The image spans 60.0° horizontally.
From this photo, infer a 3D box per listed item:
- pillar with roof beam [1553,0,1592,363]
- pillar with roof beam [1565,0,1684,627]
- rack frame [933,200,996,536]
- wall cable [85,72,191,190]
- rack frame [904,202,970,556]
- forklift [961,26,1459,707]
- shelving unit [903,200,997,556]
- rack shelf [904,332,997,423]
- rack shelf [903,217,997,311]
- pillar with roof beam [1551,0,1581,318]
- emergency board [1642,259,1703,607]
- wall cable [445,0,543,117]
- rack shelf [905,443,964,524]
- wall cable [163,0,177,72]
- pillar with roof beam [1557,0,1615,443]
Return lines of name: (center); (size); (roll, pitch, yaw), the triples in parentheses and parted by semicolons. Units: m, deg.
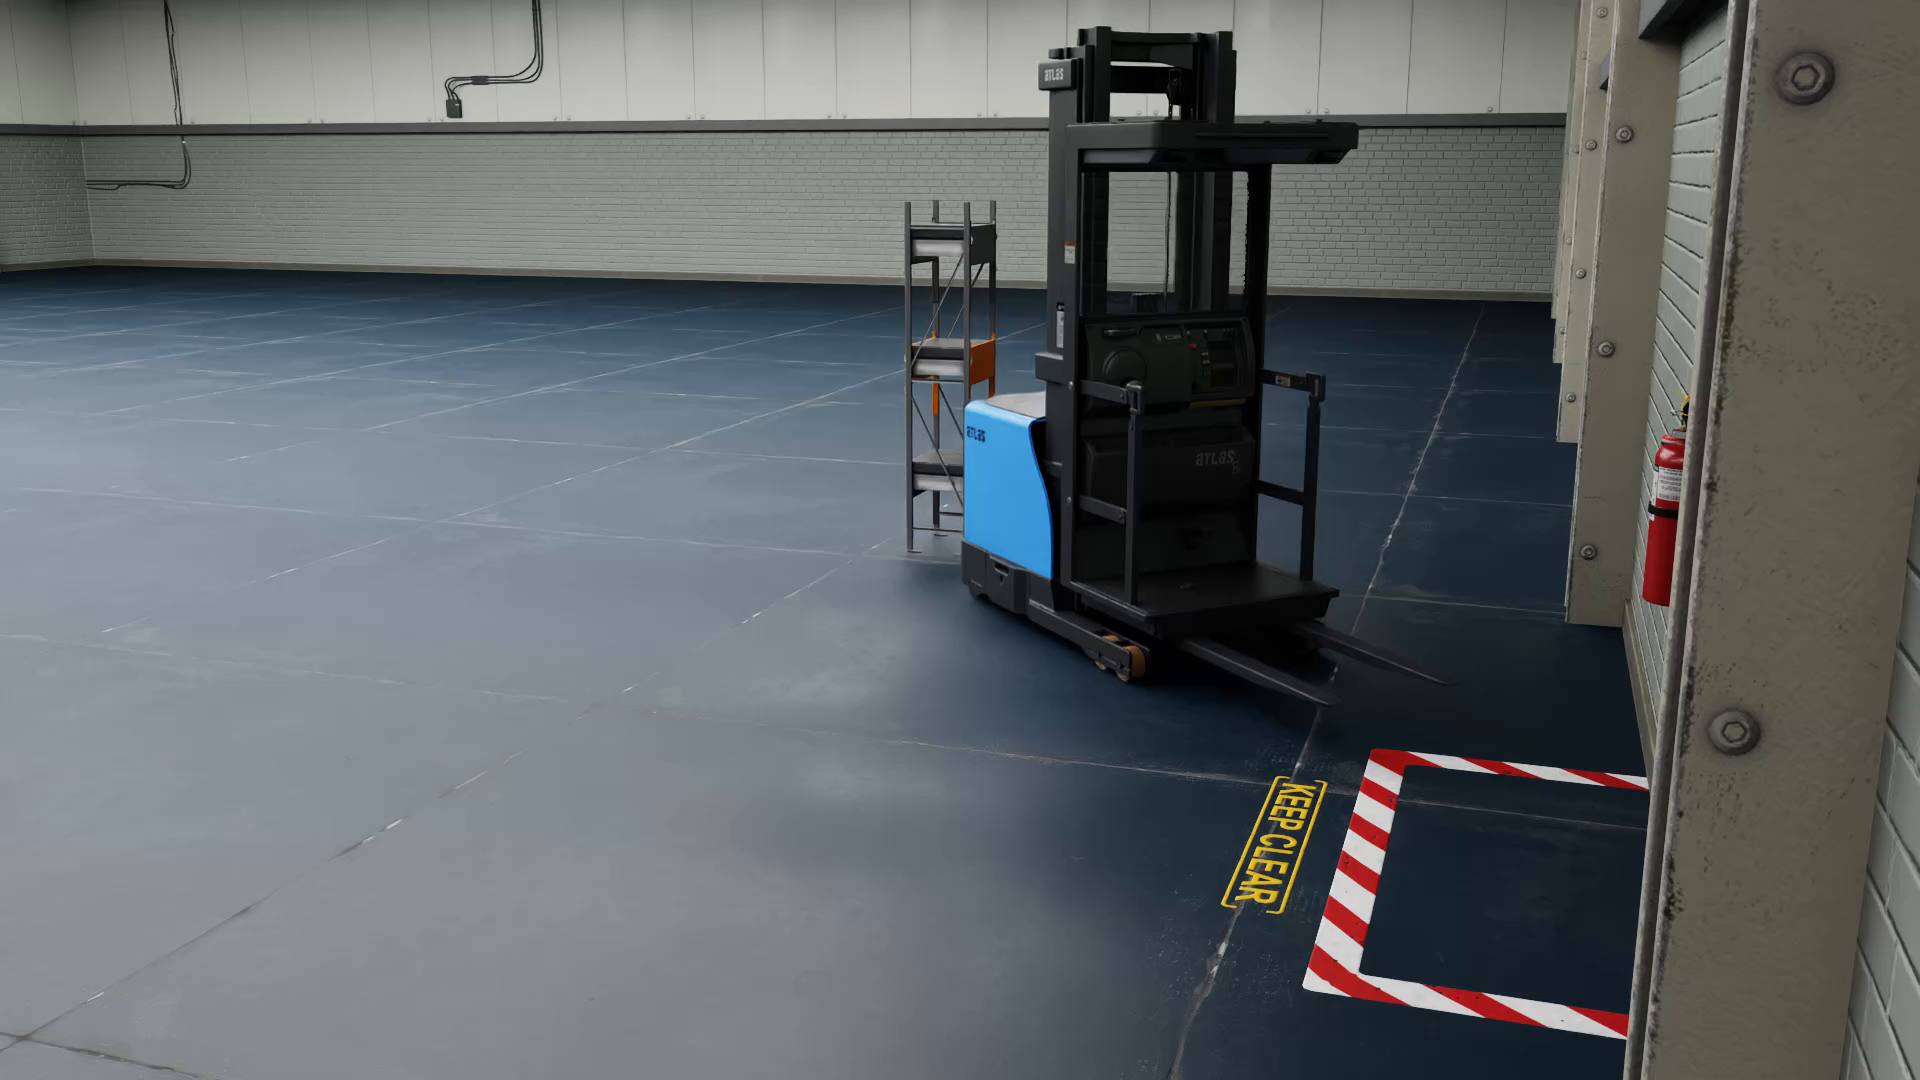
pillar with roof beam: (3.156, -6.826, 20.172); (9.100, 9.000, 0.400); (4, 14, 18)
pillar with roof beam: (-0.726, -4.300, 9.103); (9.100, 9.000, 0.400); (4, 14, 18)
rack frame: (0.025, -1.040, 10.327); (0.400, 2.100, 0.015); (4, 14, 18)
wall cable: (-18.430, -9.059, 36.932); (3.097, 2.526, 0.112); (4, 14, 18)
rack frame: (-0.133, -0.937, 9.876); (0.400, 2.100, 0.015); (4, 14, 18)
forklift: (1.108, -0.890, 7.800); (1.130, 2.935, 3.031); (-6, 14, -25)
shelving unit: (-0.054, -0.989, 10.102); (0.431, 2.100, 0.503); (4, 14, 18)
rack shelf: (-0.054, -0.976, 10.105); (0.431, 0.518, 0.480); (4, 14, 18)
rack shelf: (-0.054, -1.658, 9.949); (0.431, 0.518, 0.480); (4, 14, 18)
pillar with roof beam: (5.098, -8.089, 25.707); (9.100, 9.000, 0.400); (4, 14, 18)
emergency board: (2.241, -0.319, 5.145); (0.194, 1.169, 0.643); (4, 14, 18)
wall cable: (-9.452, -11.544, 33.199); (2.305, 6.003, 0.169); (4, 14, 18)
rack shelf: (-0.054, -0.293, 10.260); (0.431, 0.518, 0.480); (4, 14, 18)
wall cable: (-15.870, -11.326, 35.516); (3.097, 2.526, 0.112); (4, 14, 18)
pillar with roof beam: (1.215, -5.563, 14.637); (9.100, 9.000, 0.400); (4, 14, 18)
